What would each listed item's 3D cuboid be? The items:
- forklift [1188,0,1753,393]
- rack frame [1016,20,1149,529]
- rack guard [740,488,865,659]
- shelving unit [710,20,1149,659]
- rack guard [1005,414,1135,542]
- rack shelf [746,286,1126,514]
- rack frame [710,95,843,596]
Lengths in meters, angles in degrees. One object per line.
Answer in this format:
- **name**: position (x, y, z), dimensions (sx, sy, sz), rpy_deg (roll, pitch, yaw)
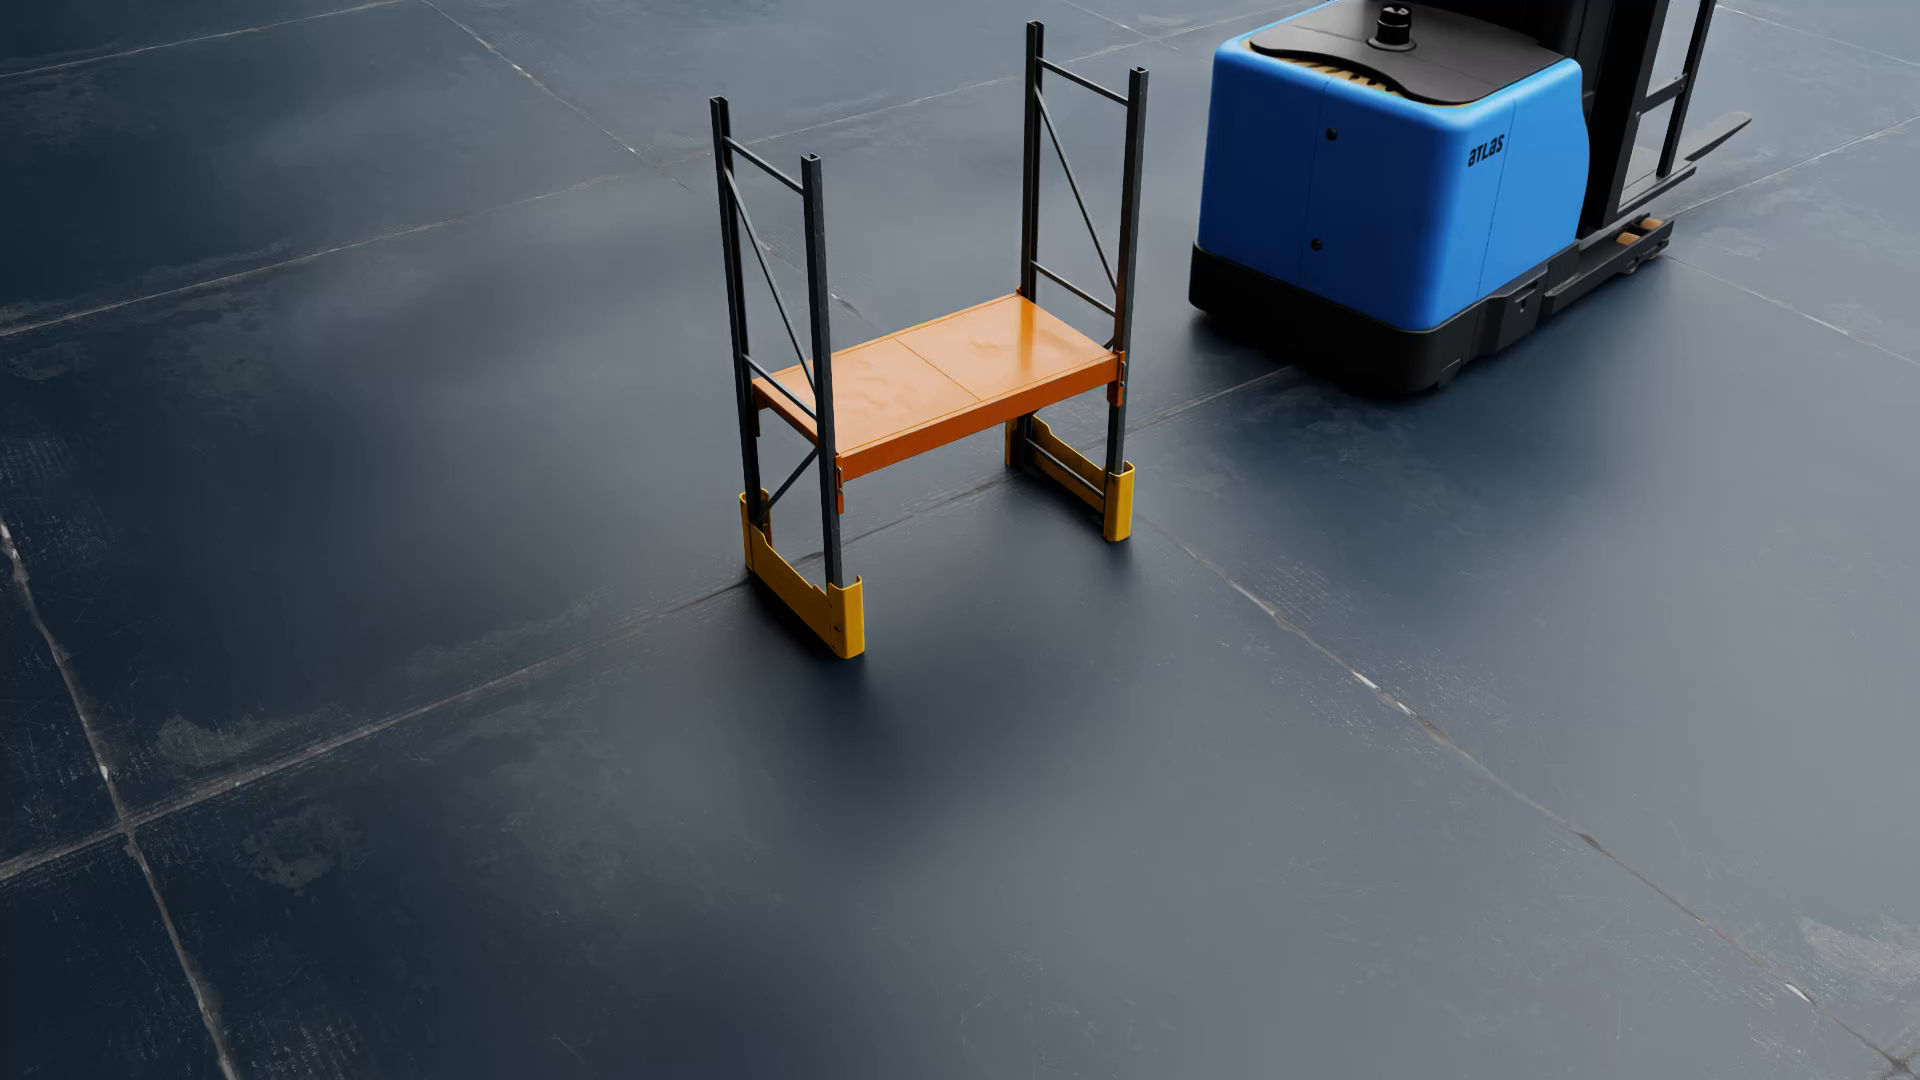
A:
- **forklift**: position (2.286, -2.460, 6.160), dimensions (3.031, 2.935, 1.130), rpy_deg (-30, 45, -35)
- **rack frame**: position (0.346, -0.751, 5.010), dimensions (0.032, 1.500, 0.500), rpy_deg (-22, 41, -28)
- **rack guard**: position (-0.469, 0.092, 4.908), dimensions (0.087, 0.250, 0.587), rpy_deg (-22, 41, -28)
- **shelving unit**: position (-0.062, -0.583, 4.776), dimensions (1.083, 1.500, 0.587), rpy_deg (-22, 41, -28)
- **rack guard**: position (0.345, -0.243, 5.374), dimensions (0.087, 0.250, 0.587), rpy_deg (-22, 41, -28)
- **rack shelf**: position (-0.070, -0.434, 4.877), dimensions (1.000, 0.185, 0.538), rpy_deg (-22, 41, -28)
- **rack frame**: position (-0.485, -0.409, 4.534), dimensions (0.032, 1.500, 0.500), rpy_deg (-22, 41, -28)
